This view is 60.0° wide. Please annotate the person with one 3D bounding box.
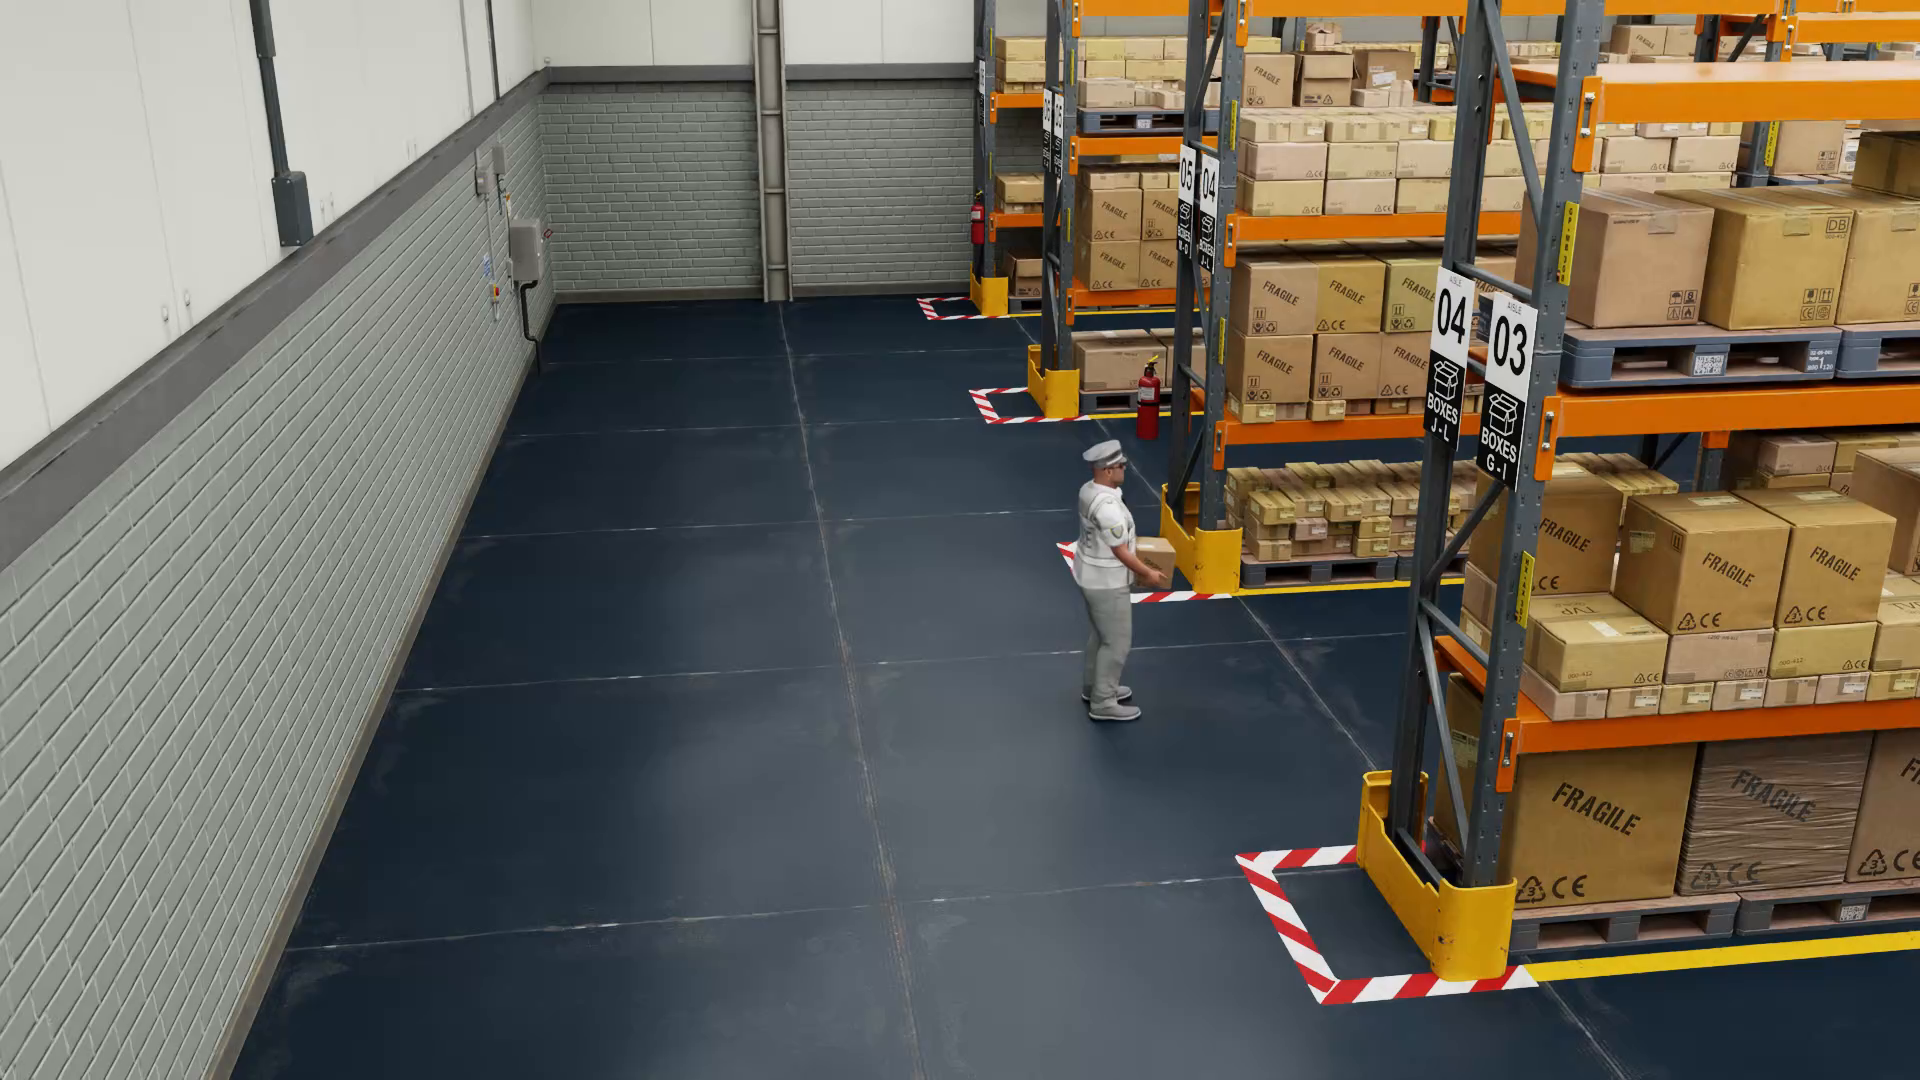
[{"bbox_3d":[0.987,0.235,10.378,0.552,1.769,0.518,-3,20,-8],"label":"person"}]
